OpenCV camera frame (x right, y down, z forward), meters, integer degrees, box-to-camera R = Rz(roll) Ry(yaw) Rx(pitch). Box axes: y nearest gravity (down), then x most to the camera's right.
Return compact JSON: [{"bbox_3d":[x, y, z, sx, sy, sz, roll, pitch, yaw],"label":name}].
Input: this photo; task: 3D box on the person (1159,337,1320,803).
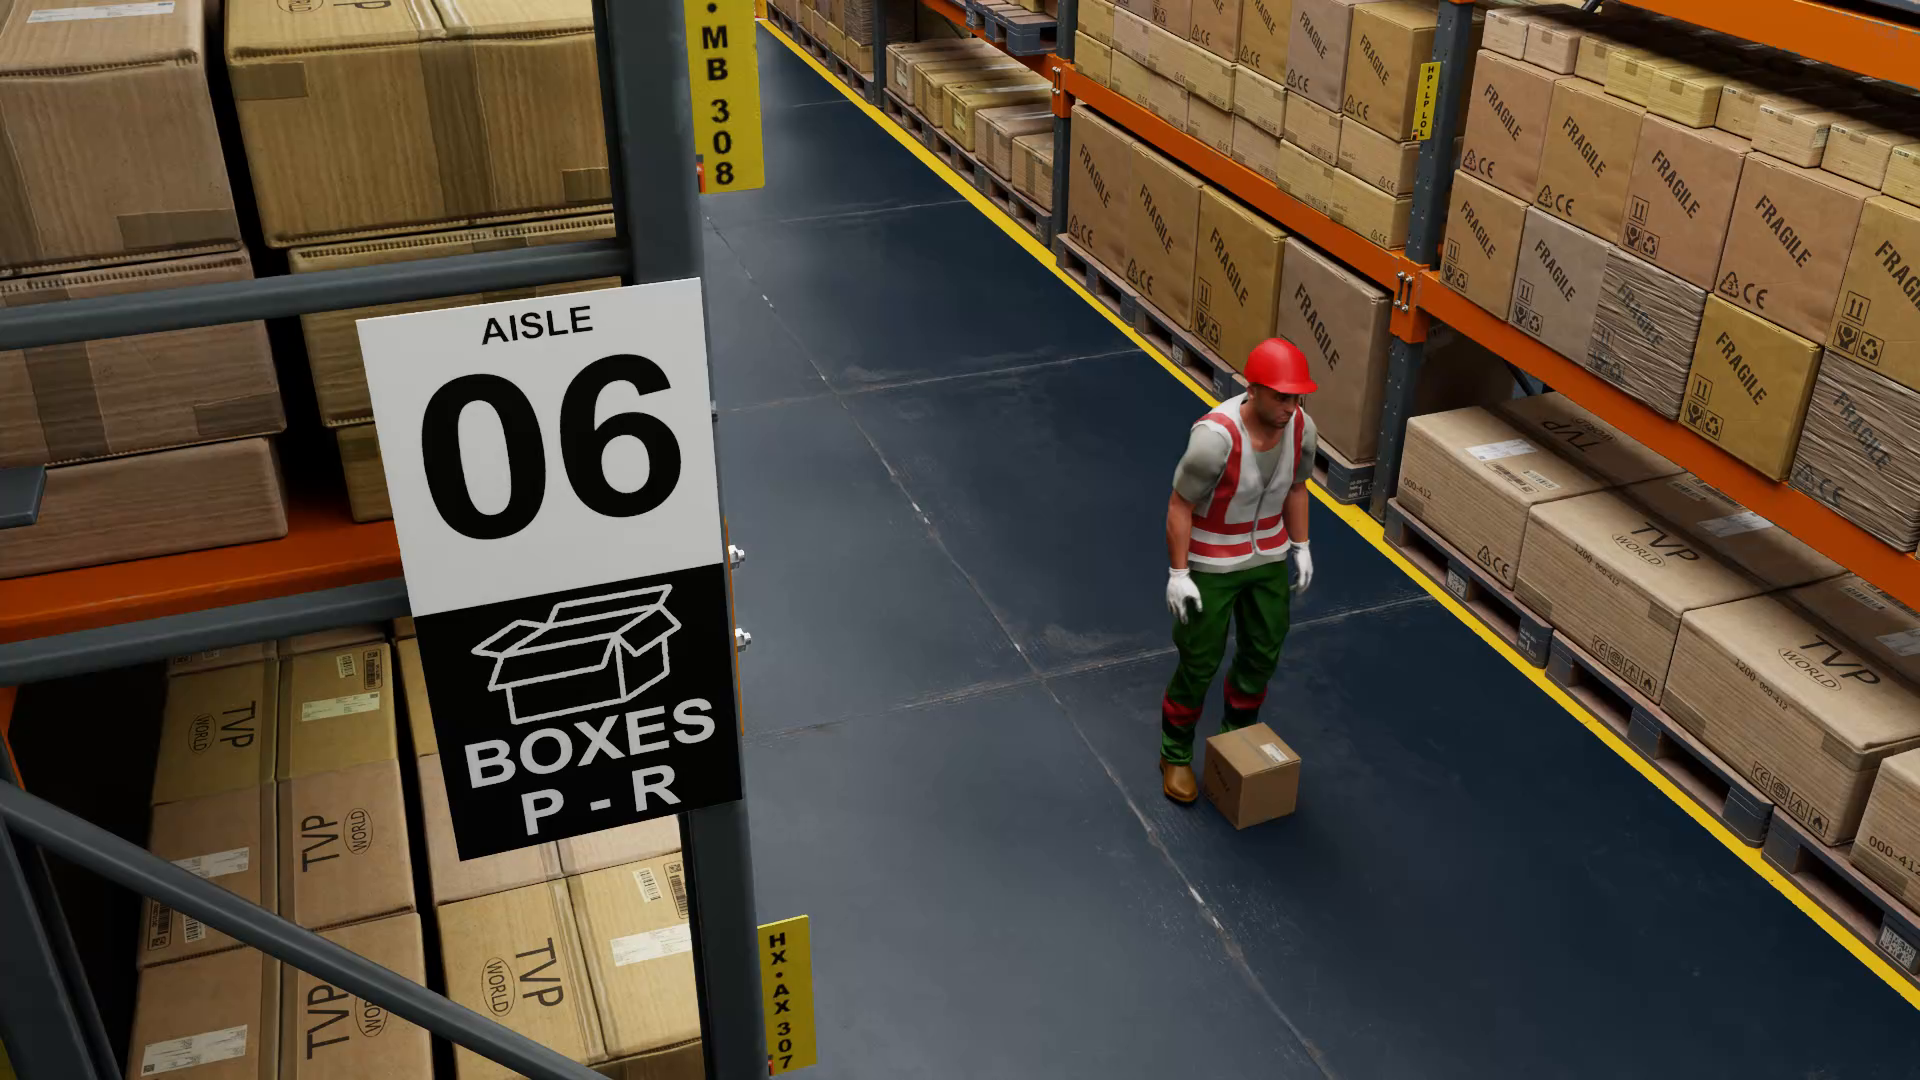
[{"bbox_3d":[1.008,0.099,5.937,0.623,1.781,0.446,-12,32,-20],"label":"person"}]
